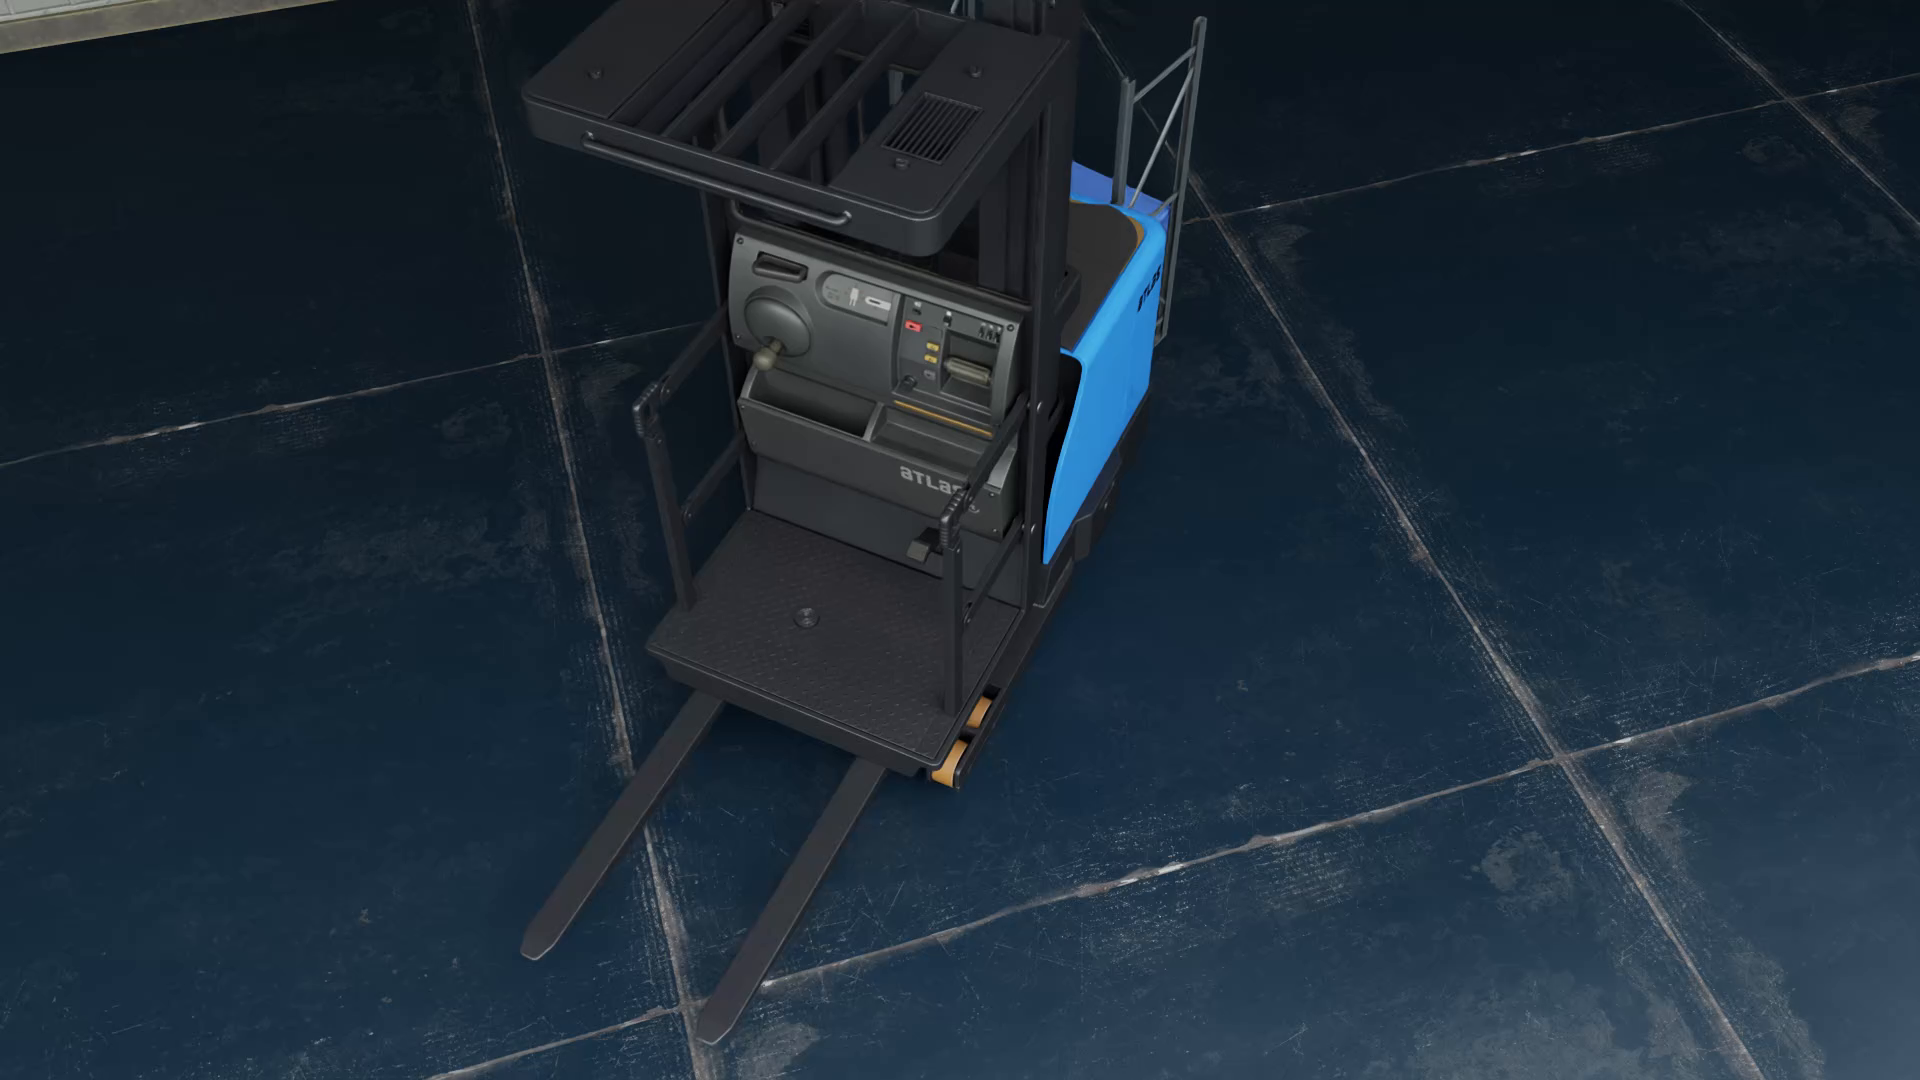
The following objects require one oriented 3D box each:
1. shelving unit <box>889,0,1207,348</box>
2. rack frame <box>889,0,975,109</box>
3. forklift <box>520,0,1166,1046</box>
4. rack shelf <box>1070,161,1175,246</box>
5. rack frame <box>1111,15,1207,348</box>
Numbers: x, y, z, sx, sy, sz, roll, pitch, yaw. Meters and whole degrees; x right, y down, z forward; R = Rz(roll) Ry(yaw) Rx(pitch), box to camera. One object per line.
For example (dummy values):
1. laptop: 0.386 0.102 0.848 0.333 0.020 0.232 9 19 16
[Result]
1. shelving unit: 0.301 -1.437 6.480 1.048 1.500 0.538 30 56 23
2. rack frame: -0.104 -1.672 6.679 0.032 1.500 0.500 30 56 23
3. forklift: -0.354 -0.512 4.765 1.130 2.935 3.031 20 53 16
4. rack shelf: 0.301 -1.321 6.618 1.000 0.185 0.538 30 56 23
5. rack frame: 0.705 -1.201 6.282 0.032 1.500 0.500 30 56 23
